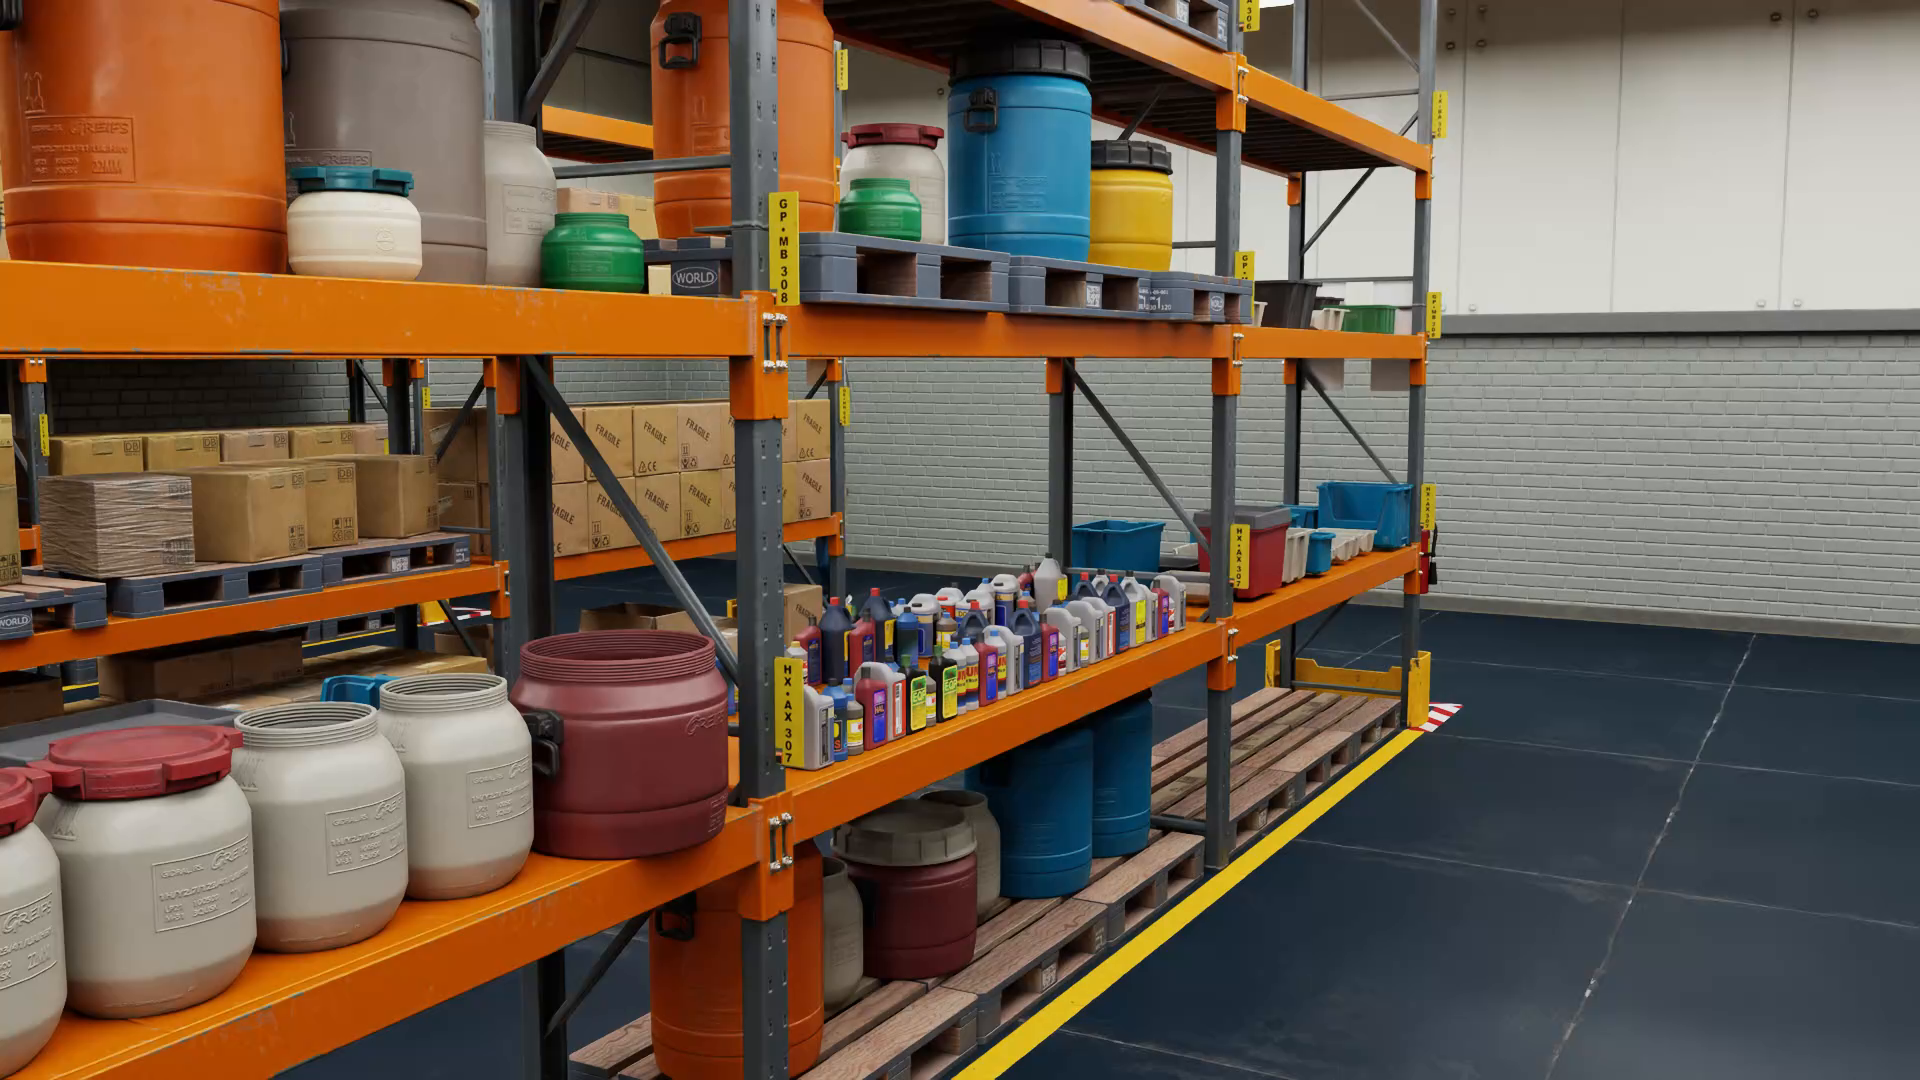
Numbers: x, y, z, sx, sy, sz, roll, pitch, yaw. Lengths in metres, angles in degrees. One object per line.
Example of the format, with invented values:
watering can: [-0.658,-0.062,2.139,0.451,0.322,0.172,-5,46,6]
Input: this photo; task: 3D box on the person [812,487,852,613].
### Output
person: [-1.374,-0.020,17.247,0.401,1.603,0.452,-5,8,-40]
